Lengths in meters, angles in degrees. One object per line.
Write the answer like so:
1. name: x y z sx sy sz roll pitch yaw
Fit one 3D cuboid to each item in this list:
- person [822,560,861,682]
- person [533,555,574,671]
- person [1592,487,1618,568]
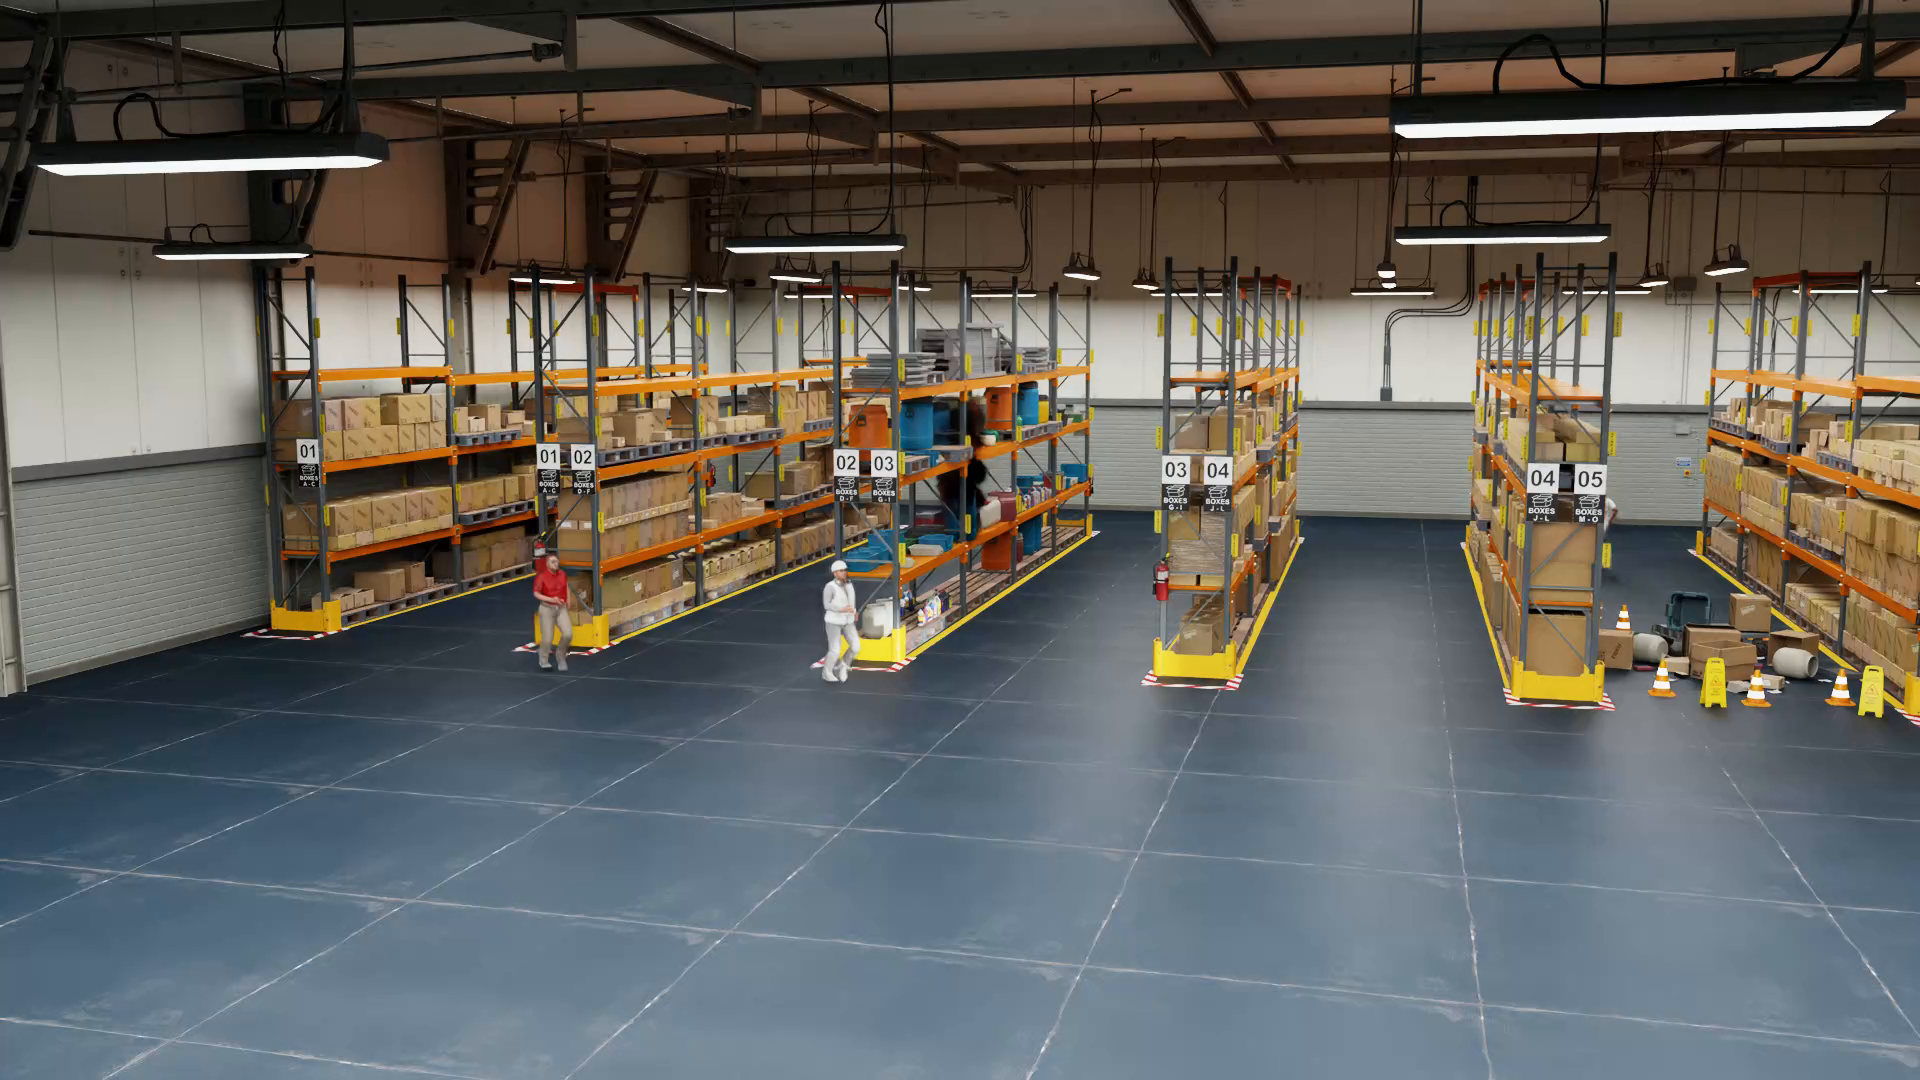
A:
1. person: -1.640 1.159 23.490 0.662 1.744 0.683 -6 9 -39
2. person: -5.923 1.092 24.363 0.679 1.768 0.721 -7 10 -42
3. person: 13.299 -0.255 34.657 0.641 1.856 0.715 1 7 6
